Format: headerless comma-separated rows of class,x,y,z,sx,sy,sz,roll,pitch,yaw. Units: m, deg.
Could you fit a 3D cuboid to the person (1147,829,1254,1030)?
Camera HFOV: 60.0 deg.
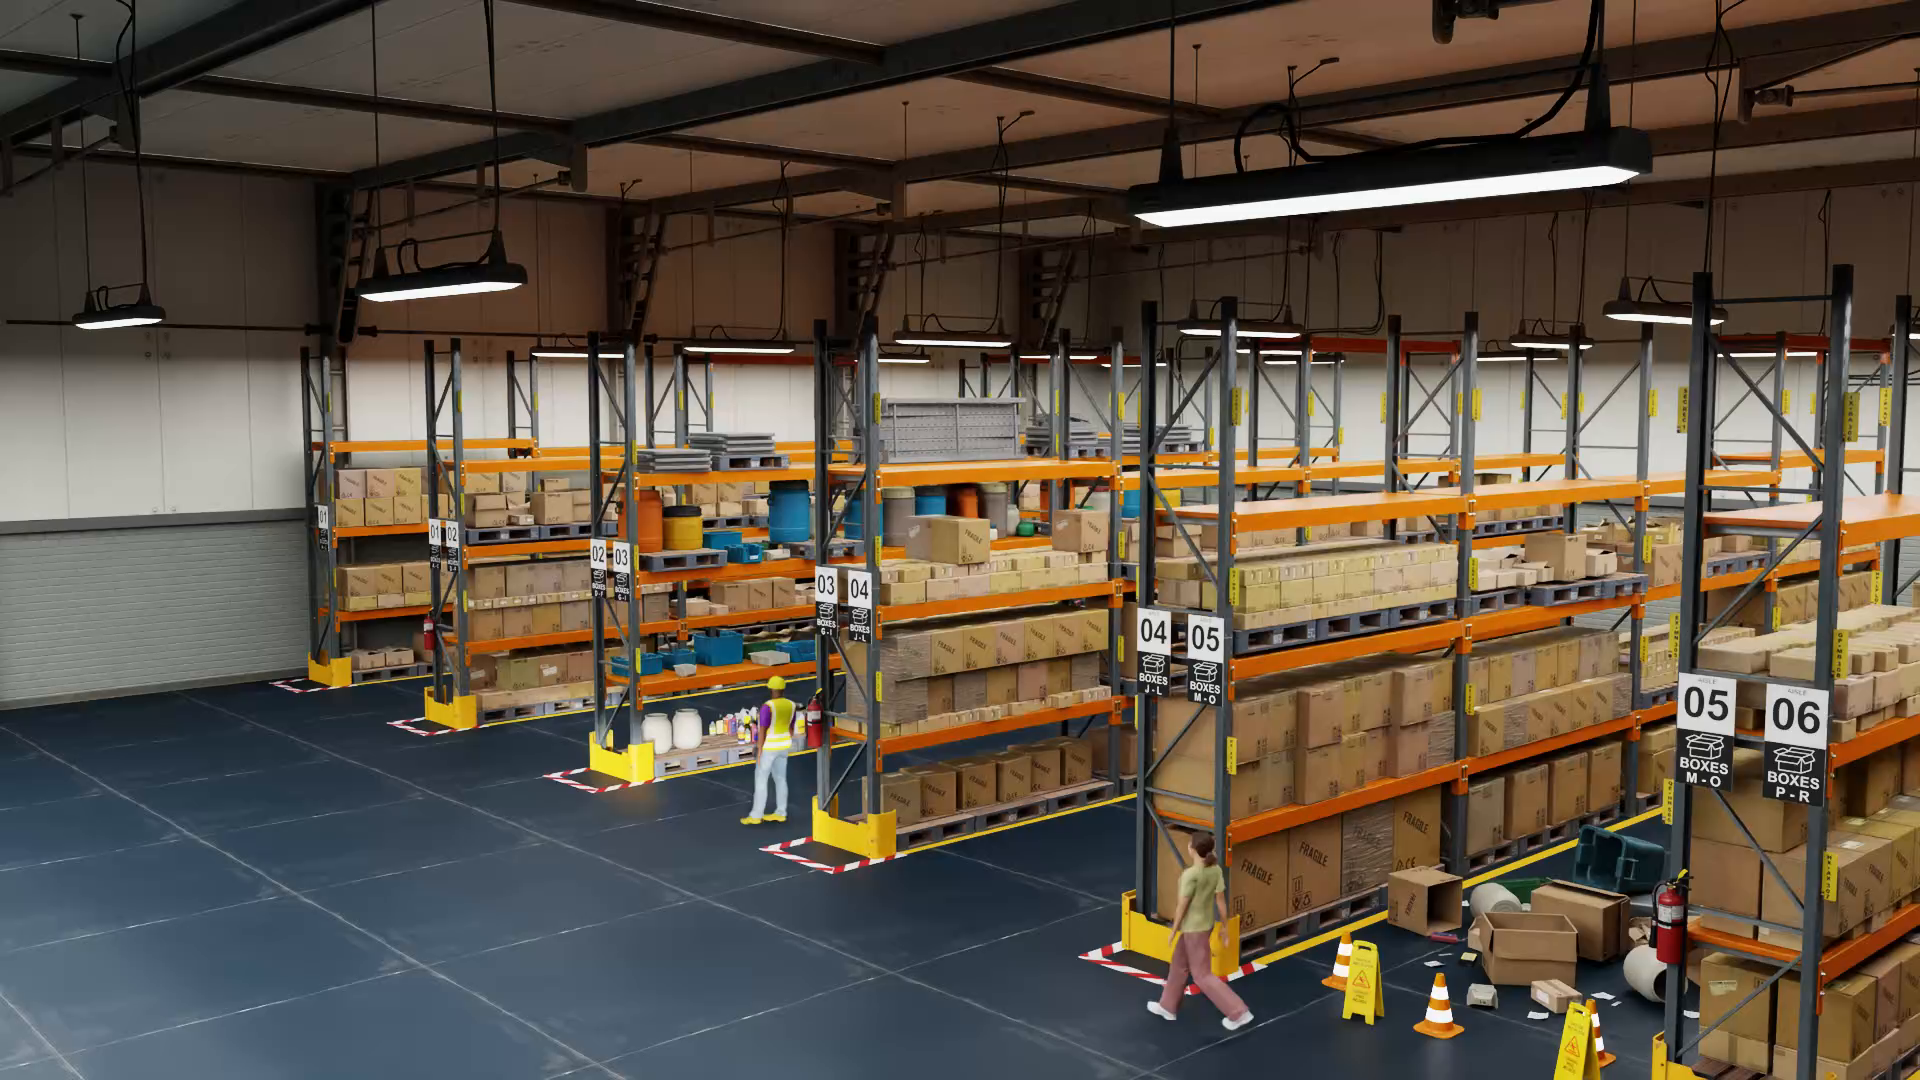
person,1.936,3.164,13.483,0.984,1.637,0.434,2,6,25

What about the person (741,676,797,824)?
person,-2.295,2.518,20.069,0.443,1.770,0.653,5,7,42
